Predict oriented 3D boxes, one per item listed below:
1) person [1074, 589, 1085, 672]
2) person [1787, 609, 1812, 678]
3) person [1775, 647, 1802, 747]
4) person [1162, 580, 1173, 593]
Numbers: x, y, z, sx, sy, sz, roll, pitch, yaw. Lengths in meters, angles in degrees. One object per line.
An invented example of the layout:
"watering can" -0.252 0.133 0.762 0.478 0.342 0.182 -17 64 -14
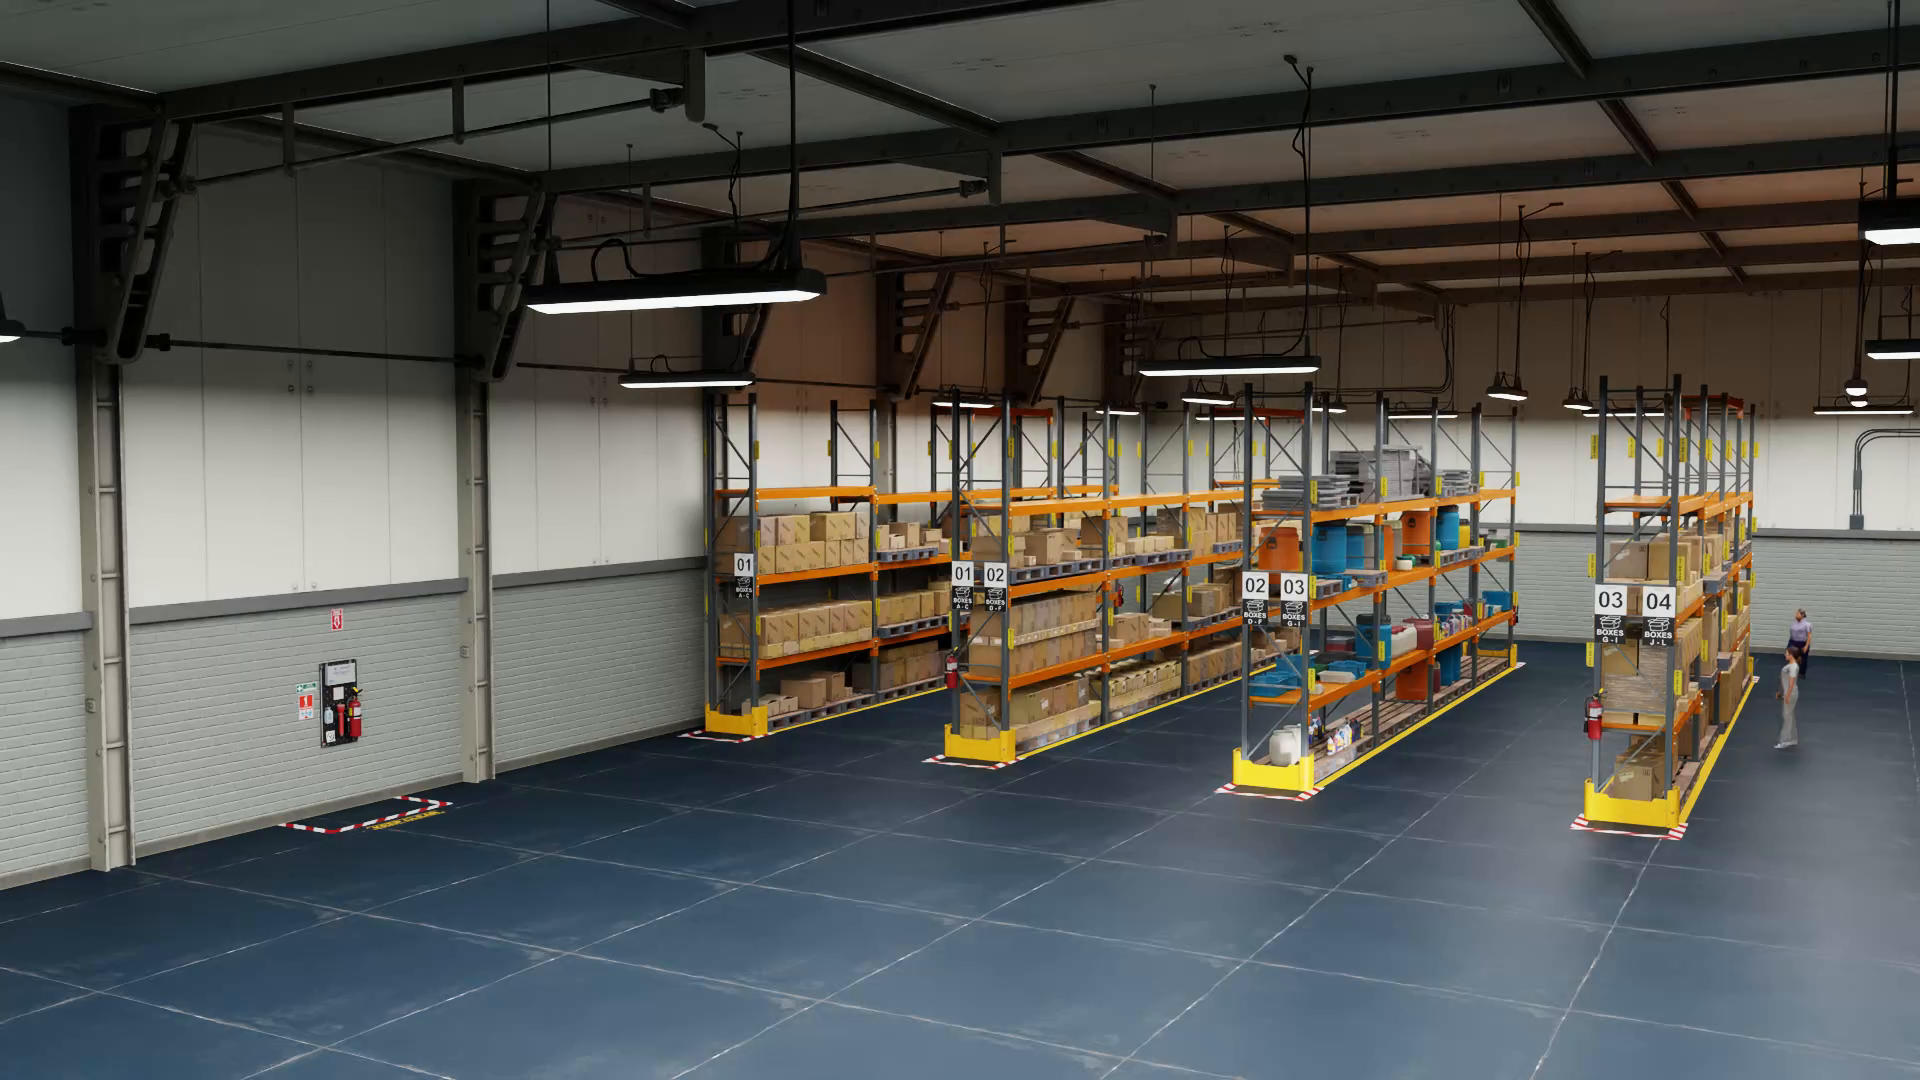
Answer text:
"person" 2.462 1.934 35.606 0.519 1.786 0.583 -1 3 -13
"person" 17.982 2.272 35.629 0.456 1.599 0.932 1 3 23
"person" 13.990 2.663 28.153 0.474 1.719 0.460 0 3 4
"person" 5.173 1.882 41.775 0.578 1.735 1.003 2 4 34
